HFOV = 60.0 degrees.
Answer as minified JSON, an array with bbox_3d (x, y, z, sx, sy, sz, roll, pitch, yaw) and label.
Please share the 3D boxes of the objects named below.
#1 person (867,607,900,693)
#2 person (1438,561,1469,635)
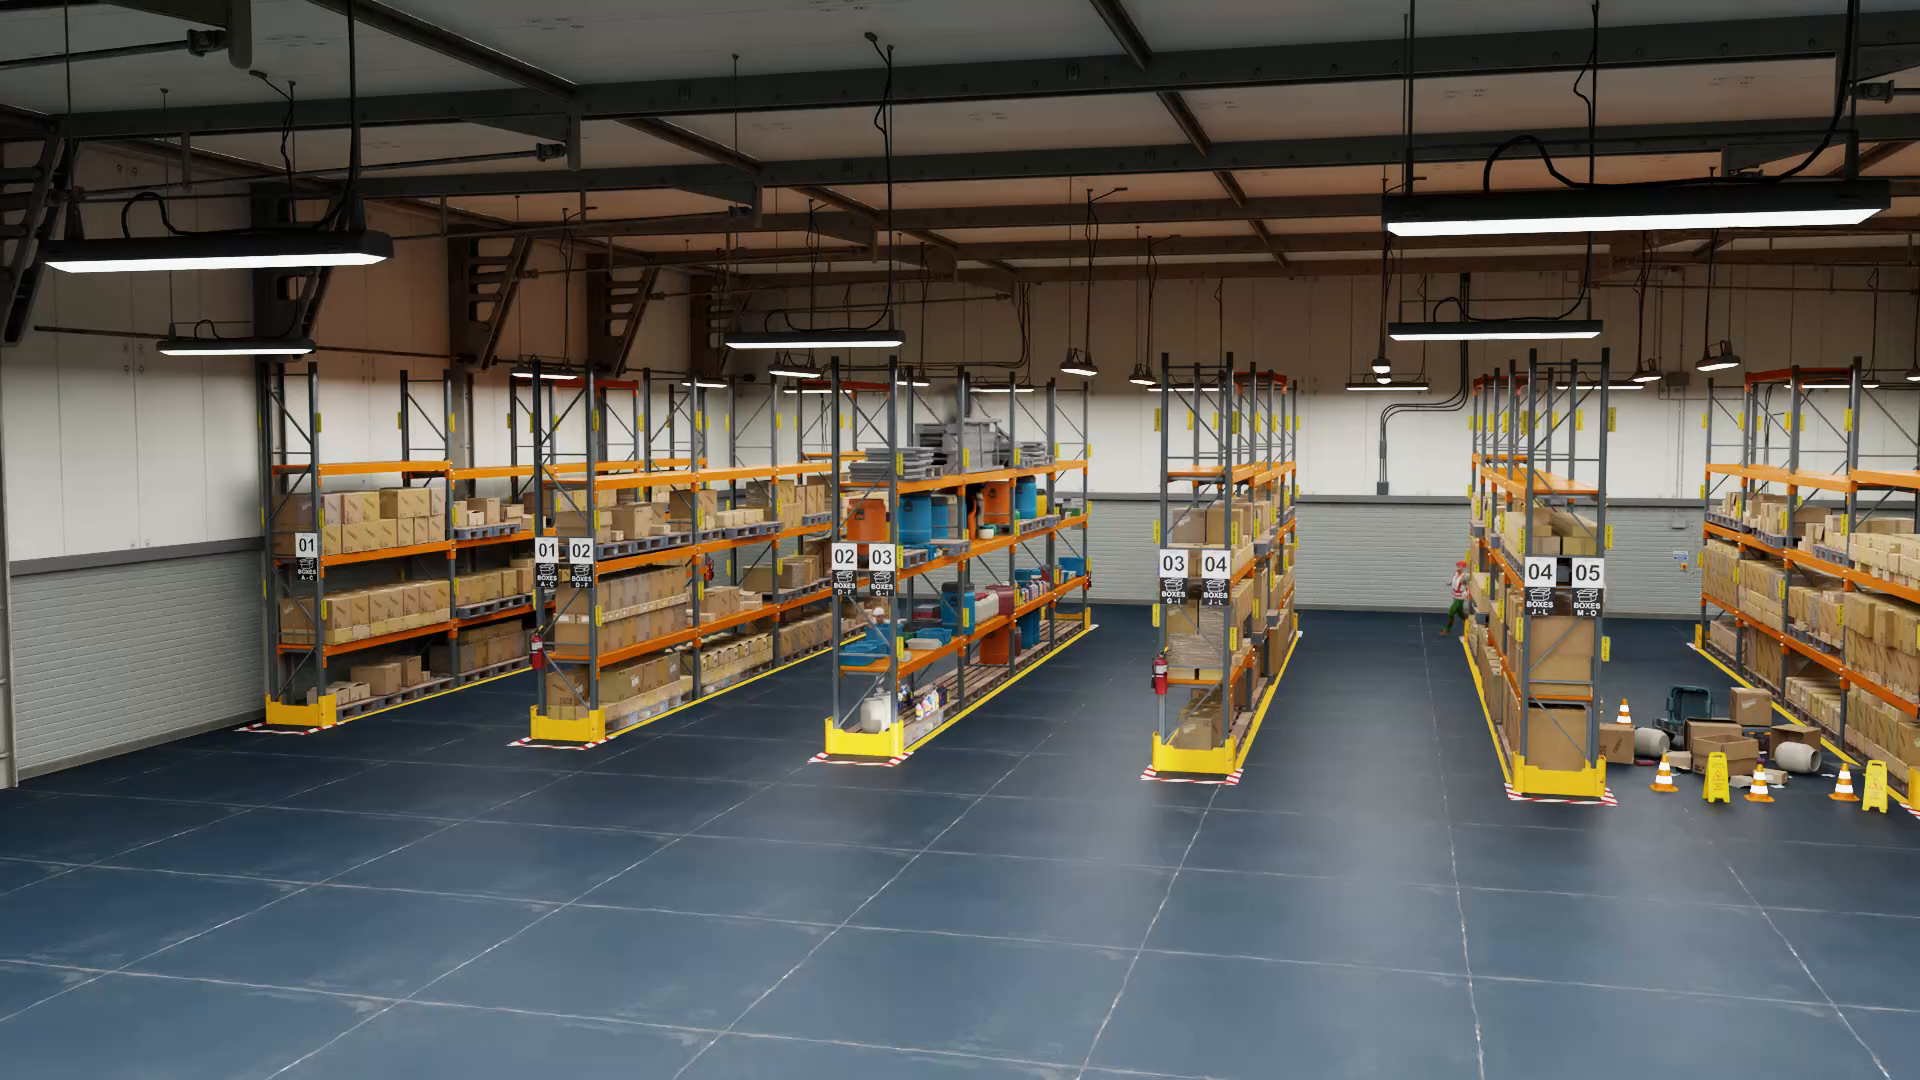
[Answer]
[{"bbox_3d":[-1.346,2.051,30.270,0.705,1.732,1.061,2,4,21],"label":"person"},{"bbox_3d":[11.764,1.369,39.058,0.906,1.779,0.668,-1,4,-9],"label":"person"}]
